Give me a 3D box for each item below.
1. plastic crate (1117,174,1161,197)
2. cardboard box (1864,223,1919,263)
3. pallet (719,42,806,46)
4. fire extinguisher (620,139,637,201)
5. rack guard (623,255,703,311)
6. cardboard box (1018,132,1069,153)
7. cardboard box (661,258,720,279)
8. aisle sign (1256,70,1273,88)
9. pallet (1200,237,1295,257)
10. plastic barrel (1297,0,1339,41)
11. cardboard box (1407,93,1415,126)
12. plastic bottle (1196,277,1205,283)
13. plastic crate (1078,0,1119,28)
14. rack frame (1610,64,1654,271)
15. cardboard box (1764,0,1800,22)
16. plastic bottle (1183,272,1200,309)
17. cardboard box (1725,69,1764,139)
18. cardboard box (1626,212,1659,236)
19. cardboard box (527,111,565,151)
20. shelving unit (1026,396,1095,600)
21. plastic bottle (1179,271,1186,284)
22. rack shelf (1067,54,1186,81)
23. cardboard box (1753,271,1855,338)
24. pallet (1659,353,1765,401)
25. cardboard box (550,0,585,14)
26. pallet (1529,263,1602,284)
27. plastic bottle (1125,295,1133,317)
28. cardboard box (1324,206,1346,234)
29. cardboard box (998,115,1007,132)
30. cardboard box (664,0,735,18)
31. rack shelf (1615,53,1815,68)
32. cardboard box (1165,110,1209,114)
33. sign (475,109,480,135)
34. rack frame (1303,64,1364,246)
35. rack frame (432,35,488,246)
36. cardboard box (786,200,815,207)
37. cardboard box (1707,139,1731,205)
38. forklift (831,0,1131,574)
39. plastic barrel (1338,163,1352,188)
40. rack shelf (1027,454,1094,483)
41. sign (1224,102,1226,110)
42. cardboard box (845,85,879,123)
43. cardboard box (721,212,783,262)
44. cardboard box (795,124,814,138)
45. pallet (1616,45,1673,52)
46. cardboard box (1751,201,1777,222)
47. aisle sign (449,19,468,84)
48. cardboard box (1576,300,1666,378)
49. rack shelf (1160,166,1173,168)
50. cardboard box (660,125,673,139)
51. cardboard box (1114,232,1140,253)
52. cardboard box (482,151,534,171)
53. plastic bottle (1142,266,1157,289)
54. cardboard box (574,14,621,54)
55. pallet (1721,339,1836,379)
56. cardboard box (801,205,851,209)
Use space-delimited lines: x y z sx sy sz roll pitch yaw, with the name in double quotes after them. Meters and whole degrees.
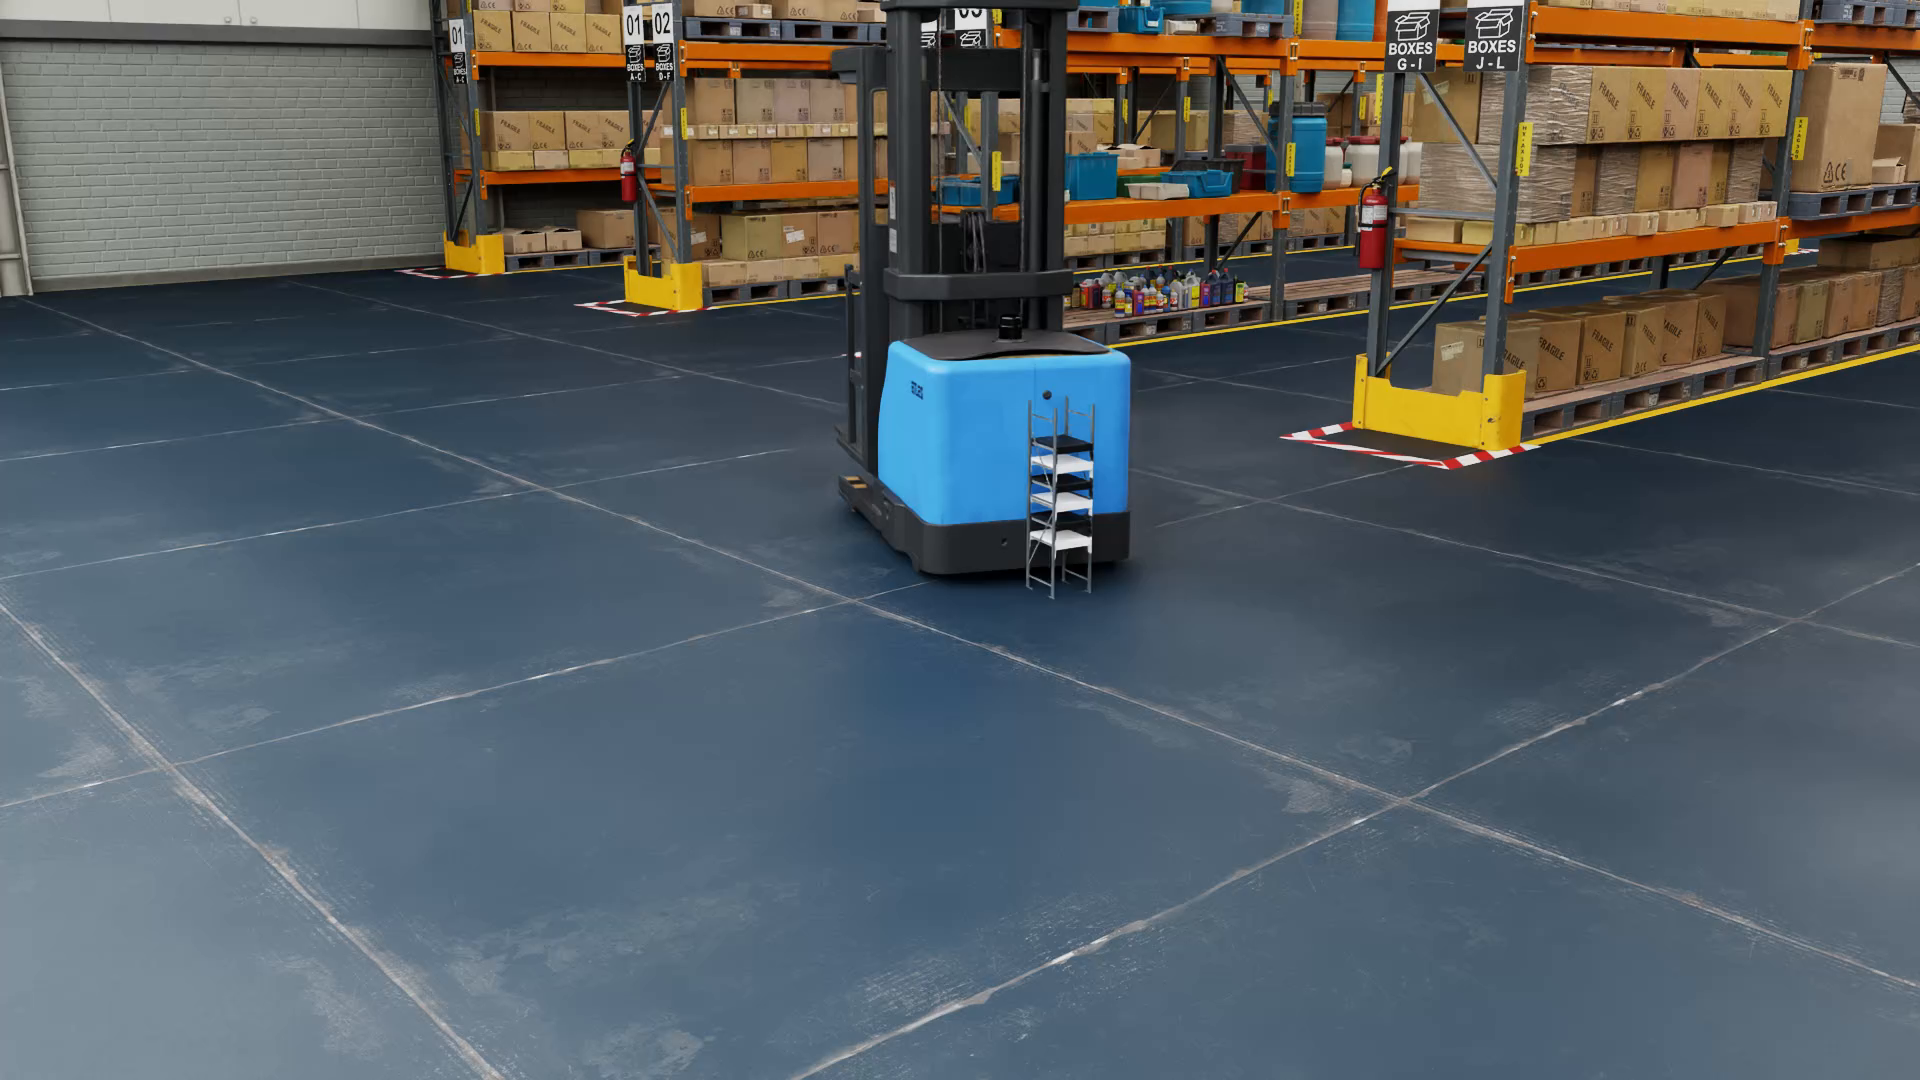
1.760 -3.522 16.532 0.662 0.188 0.450 -13 19 -39 "plastic crate"
9.772 -2.802 16.729 0.875 0.875 1.225 -14 20 -42 "cardboard box"
-2.999 -7.170 24.331 1.003 0.211 1.213 -13 19 -39 "pallet"
-3.691 -4.119 18.509 0.183 0.674 0.296 -13 19 -39 "fire extinguisher"
-3.315 -2.875 18.543 0.348 0.500 1.175 -13 19 -39 "rack guard"
1.086 -5.113 21.886 0.500 0.500 0.500 -13 19 -39 "cardboard box"
-3.087 -3.109 19.091 0.500 0.250 0.500 -13 19 -39 "cardboard box"
5.770 -8.970 31.482 0.004 0.787 0.394 -13 19 -39 "aisle sign"
4.246 -4.419 24.884 1.213 0.211 1.003 -13 19 -39 "pallet"
3.704 -5.729 17.603 0.600 0.901 0.600 0 15 0 "plastic barrel"
7.073 -6.850 26.451 0.500 0.500 0.500 -13 20 -41 "cardboard box"
2.412 -2.522 16.806 0.135 0.276 0.152 -13 19 -39 "plastic bottle"
1.192 -4.944 15.667 0.575 0.384 0.392 -13 19 -39 "plastic crate"
9.004 -5.154 22.233 0.127 3.000 1.000 -13 19 -39 "rack frame"
6.048 -4.083 12.703 0.500 0.250 0.500 -12 19 -37 "cardboard box"
2.284 -2.479 16.500 0.185 0.351 0.144 -13 20 -40 "plastic bottle"
5.685 -3.295 12.565 0.500 0.500 0.500 -13 19 -39 "cardboard box"
4.770 -2.273 11.933 0.250 0.149 0.380 -13 19 -39 "cardboard box"
-5.615 -5.454 22.153 0.500 0.500 0.500 -13 19 -39 "cardboard box"
0.465 -0.197 7.743 0.210 0.900 0.258 -8 17 -28 "shelving unit"
2.285 -2.650 17.269 0.133 0.283 0.061 -13 19 -39 "plastic bottle"
1.229 -6.204 21.746 4.000 0.370 1.077 -13 19 -39 "rack shelf"
7.492 -2.111 14.833 0.700 0.500 0.500 14 20 42 "cardboard box"
5.737 -1.367 13.458 1.213 0.211 1.003 -13 19 -39 "pallet"
-5.311 -7.222 21.994 0.500 0.500 0.500 -12 19 -38 "cardboard box"
7.474 -3.477 21.356 1.213 0.211 1.003 -13 19 -39 "pallet"
1.602 -2.246 15.916 0.097 0.201 0.097 0 15 0 "plastic bottle"
5.571 -4.985 25.590 0.500 0.500 0.500 -13 20 -40 "cardboard box"
0.419 -6.726 27.310 0.500 0.500 0.500 -12 19 -38 "cardboard box"
-2.861 -5.952 18.124 0.637 0.503 0.797 -11 18 -36 "cardboard box"
10.513 -6.595 23.207 4.000 0.370 1.077 -13 19 -39 "rack shelf"
4.017 -7.564 30.675 0.700 0.700 0.980 -14 20 -42 "cardboard box"
-6.195 -5.363 21.336 0.005 0.325 0.100 -13 19 -39 "sign"
5.755 -6.119 25.846 0.127 3.000 1.000 -13 19 -39 "rack frame"
-6.552 -5.050 21.843 0.127 3.000 1.000 -13 19 -39 "rack frame"
-2.633 -4.958 25.489 0.500 0.500 0.700 -13 20 -40 "cardboard box"
5.440 -2.885 12.967 0.500 0.500 0.875 -13 19 -39 "cardboard box"
-0.062 -1.590 9.022 1.130 2.935 3.031 -4 16 -15 "forklift"
4.068 -3.926 17.905 0.301 0.262 0.301 0 15 0 "plastic barrel"
0.465 -0.339 7.705 0.200 0.077 0.258 -8 17 -28 "rack shelf"
5.159 -8.326 32.277 0.005 0.325 0.100 -13 19 -39 "sign"
-1.369 -5.192 19.667 0.500 0.500 0.700 -13 20 -39 "cardboard box"
-2.371 -3.456 18.936 0.500 0.500 0.500 -13 19 -39 "cardboard box"
-1.890 -4.691 19.049 0.250 0.149 0.380 -13 20 -40 "cardboard box"
8.477 -6.360 21.302 1.003 0.211 1.213 -13 19 -39 "pallet"
6.251 -2.620 13.232 0.250 0.149 0.380 -13 19 -39 "cardboard box"
-6.409 -6.235 21.244 0.004 0.787 0.394 -13 19 -39 "aisle sign"
5.049 -1.551 12.774 0.500 0.500 0.500 14 20 42 "cardboard box"
4.247 -5.433 24.670 4.000 0.370 1.077 -13 19 -39 "rack shelf"
-3.134 -4.550 18.520 0.250 0.149 0.380 -13 20 -40 "cardboard box"
2.115 -4.091 22.769 0.500 0.250 0.500 -13 20 -40 "cardboard box"
-5.975 -5.008 21.938 0.500 0.250 0.500 -13 20 -41 "cardboard box"
1.945 -2.644 17.116 0.185 0.351 0.144 -14 20 -42 "plastic bottle"
-4.928 -6.833 22.473 0.500 0.500 0.500 -11 19 -36 "cardboard box"
6.807 -1.620 14.405 1.213 0.211 1.003 -13 19 -39 "pallet"
-1.589 -3.814 20.276 0.500 0.500 0.500 -13 19 -39 "cardboard box"
